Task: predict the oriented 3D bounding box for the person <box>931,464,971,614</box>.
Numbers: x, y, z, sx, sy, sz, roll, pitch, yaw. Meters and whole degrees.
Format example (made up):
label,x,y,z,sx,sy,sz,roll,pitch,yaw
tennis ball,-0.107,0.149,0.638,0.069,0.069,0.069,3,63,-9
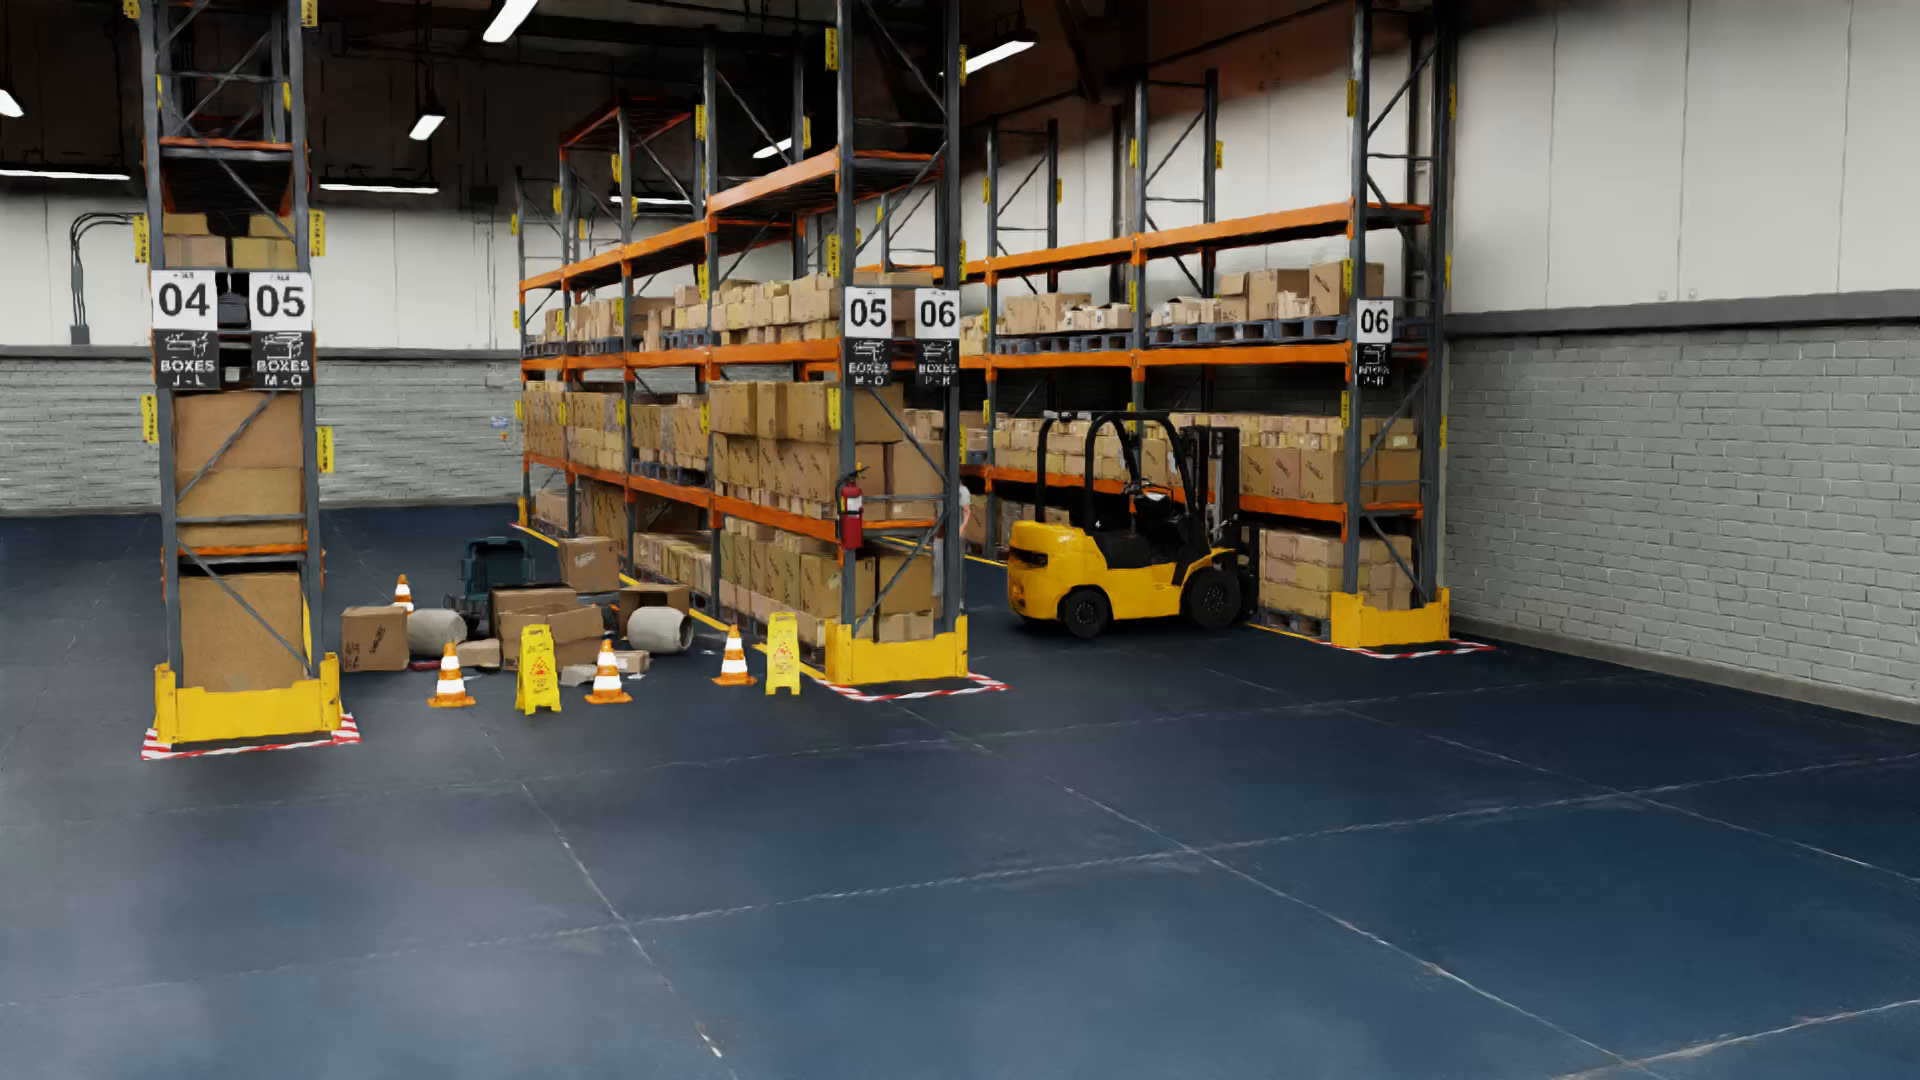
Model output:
label,x,y,z,sx,sy,sz,roll,pitch,yaw
person,-0.131,-0.043,17.429,0.490,1.620,0.931,2,6,18
